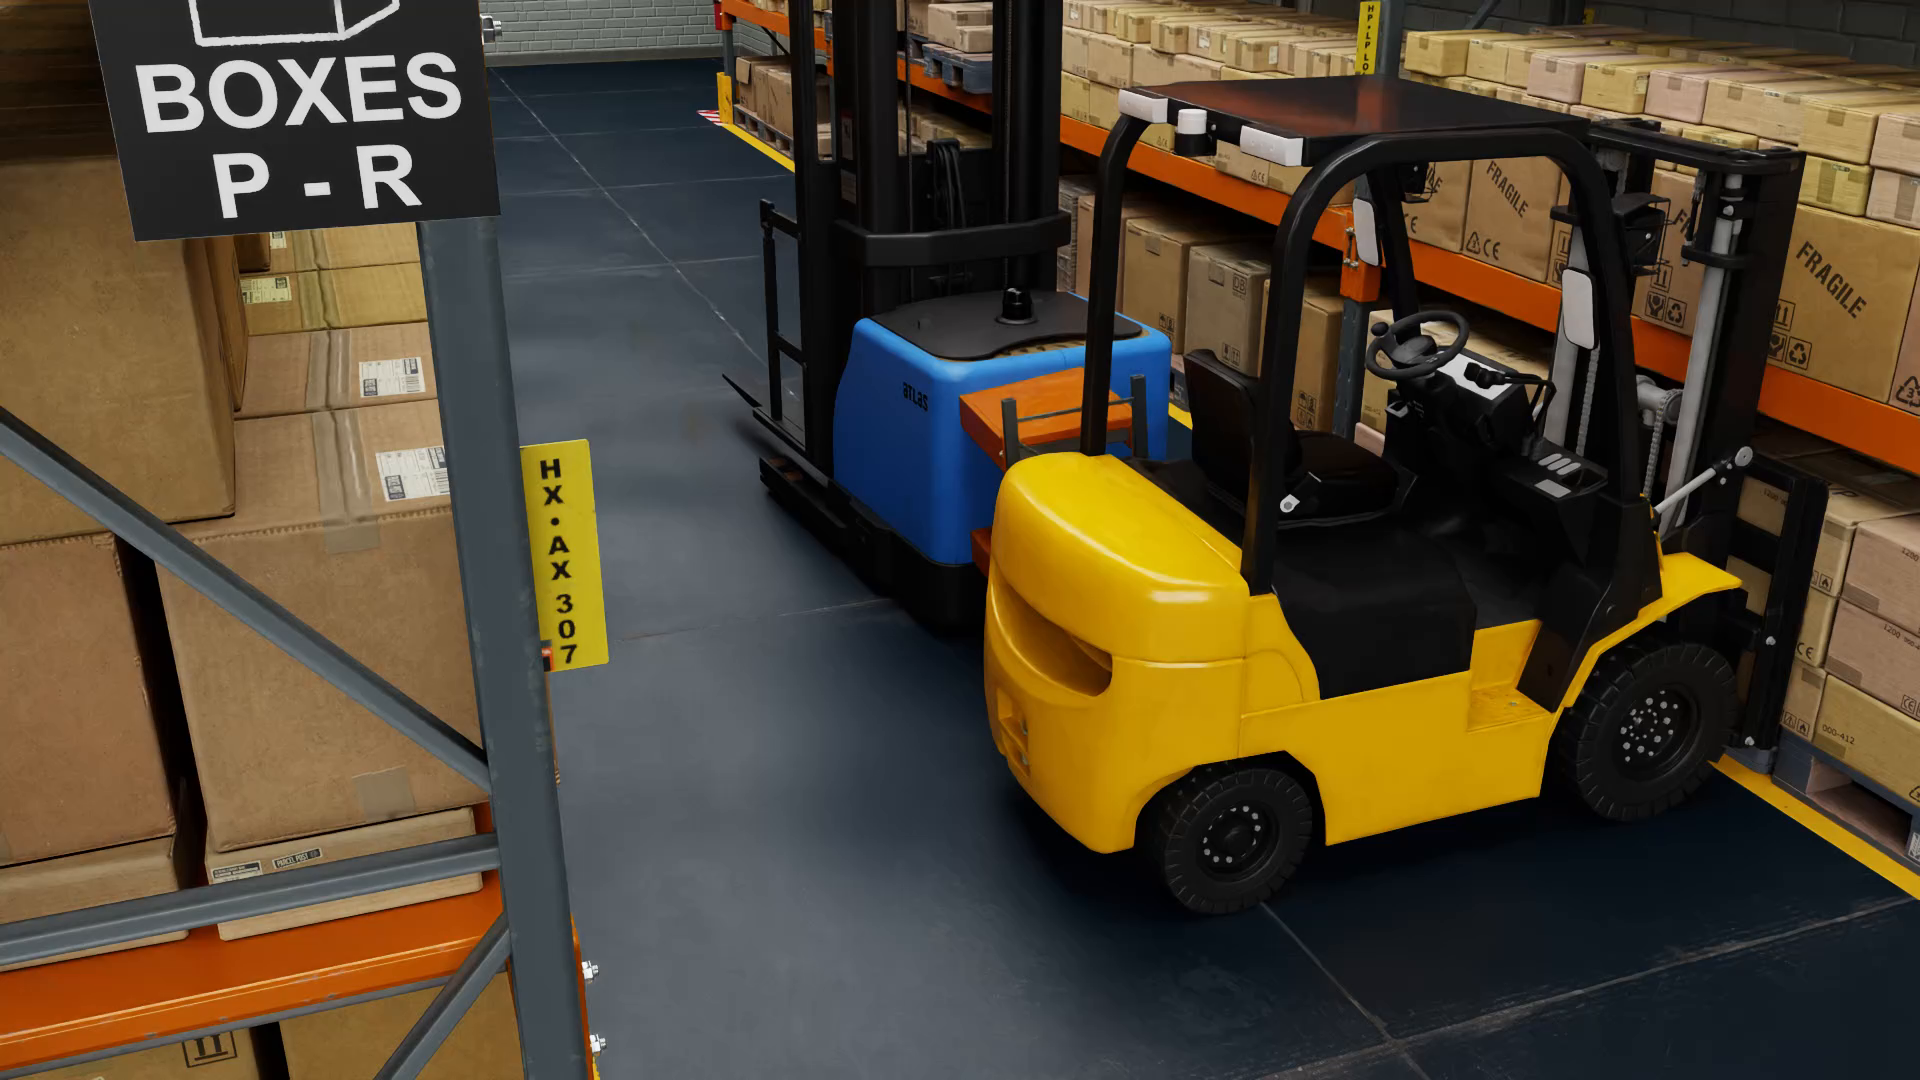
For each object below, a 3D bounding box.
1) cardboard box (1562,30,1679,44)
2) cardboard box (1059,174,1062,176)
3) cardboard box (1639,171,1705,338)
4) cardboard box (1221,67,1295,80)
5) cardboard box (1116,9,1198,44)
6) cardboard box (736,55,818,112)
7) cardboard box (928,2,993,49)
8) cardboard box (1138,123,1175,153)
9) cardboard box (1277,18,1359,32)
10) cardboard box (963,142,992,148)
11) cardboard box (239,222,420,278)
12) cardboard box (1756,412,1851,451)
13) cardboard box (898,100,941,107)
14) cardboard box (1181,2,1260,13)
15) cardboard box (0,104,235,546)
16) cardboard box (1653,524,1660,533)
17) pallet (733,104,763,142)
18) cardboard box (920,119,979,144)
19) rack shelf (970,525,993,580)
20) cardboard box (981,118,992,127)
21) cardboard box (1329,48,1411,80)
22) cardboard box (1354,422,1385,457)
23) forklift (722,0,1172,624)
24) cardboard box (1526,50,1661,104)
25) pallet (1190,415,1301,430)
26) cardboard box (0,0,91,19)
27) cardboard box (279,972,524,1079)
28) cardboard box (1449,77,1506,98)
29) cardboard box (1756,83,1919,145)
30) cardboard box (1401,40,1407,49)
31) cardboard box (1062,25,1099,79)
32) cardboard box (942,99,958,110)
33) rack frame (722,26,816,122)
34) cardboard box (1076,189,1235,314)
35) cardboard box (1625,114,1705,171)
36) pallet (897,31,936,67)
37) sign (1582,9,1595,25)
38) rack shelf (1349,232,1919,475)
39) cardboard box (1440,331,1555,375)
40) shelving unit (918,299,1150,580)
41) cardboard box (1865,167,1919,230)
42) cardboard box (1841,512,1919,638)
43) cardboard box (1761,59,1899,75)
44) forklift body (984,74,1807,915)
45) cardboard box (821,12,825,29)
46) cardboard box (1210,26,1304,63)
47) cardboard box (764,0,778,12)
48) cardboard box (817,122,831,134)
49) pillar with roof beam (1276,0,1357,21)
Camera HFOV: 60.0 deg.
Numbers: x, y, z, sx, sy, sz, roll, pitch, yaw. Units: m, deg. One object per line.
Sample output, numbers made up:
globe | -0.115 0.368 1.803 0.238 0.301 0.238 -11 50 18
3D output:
cardboard box | 2.636 -1.948 6.662 0.380 0.149 0.250 -9 24 -20
cardboard box | 0.427 -2.256 11.419 0.500 0.500 0.500 -8 24 -17
cardboard box | 2.641 -0.929 5.464 0.500 0.500 0.500 -8 24 -19
cardboard box | 1.590 -2.127 7.985 0.500 0.250 0.500 -9 24 -20
cardboard box | 1.081 -2.812 9.095 0.380 0.149 0.250 -8 24 -18
cardboard box | -1.921 -4.805 17.462 0.797 0.503 0.637 -9 25 -21
cardboard box | 0.102 -3.554 11.472 0.500 0.250 0.500 -10 25 -21
cardboard box | 1.249 -2.268 8.962 0.500 0.250 0.500 -8 24 -17
cardboard box | 1.866 -2.610 8.615 0.380 0.149 0.250 -9 24 -19
cardboard box | 0.241 -2.671 11.567 0.380 0.149 0.250 -10 25 -22
cardboard box | -1.501 -0.451 3.946 0.500 0.500 0.500 -9 24 -20
cardboard box | 3.090 -0.323 5.866 0.500 0.250 0.500 -9 24 -20
cardboard box | -0.376 -3.438 13.387 0.380 0.149 0.250 -9 24 -20
cardboard box | 1.485 -2.977 9.488 0.380 0.149 0.250 -8 24 -19
cardboard box | -1.423 -0.301 2.302 0.700 0.500 0.500 -9 24 -20
cardboard box | 2.597 -0.025 5.803 0.500 0.250 0.500 -8 24 -19
pallet | -1.739 -4.395 17.406 1.003 0.211 1.213 -8 24 -19
cardboard box | -0.076 -3.061 12.494 0.380 0.149 0.250 -10 25 -22
rack shelf | 0.293 0.038 6.283 0.538 0.278 1.000 -11 25 -14
cardboard box | 0.378 -3.126 12.646 0.380 0.149 0.250 -8 24 -19
cardboard box | 1.862 -2.076 7.348 0.380 0.149 0.250 -7 24 -17
cardboard box | 2.052 -0.342 7.199 0.500 0.250 0.500 -8 24 -18
forklift | -0.281 -1.569 7.199 1.130 2.935 3.031 -11 25 -24
cardboard box | 2.296 -1.681 6.029 0.380 0.149 0.250 -8 24 -18
pallet | 1.894 -0.614 8.436 1.003 0.211 1.213 -8 24 -19
cardboard box | -2.187 -1.034 4.042 0.700 0.500 0.500 -9 24 -20
cardboard box | -1.074 0.887 3.317 0.500 0.500 0.500 -9 25 -21
cardboard box | 2.150 -1.736 6.543 0.380 0.149 0.250 -8 24 -18
cardboard box | 2.733 -1.323 5.181 0.380 0.149 0.250 -8 24 -18
cardboard box | 2.222 -2.244 7.747 0.380 0.149 0.250 -9 25 -21
cardboard box | 0.882 -2.875 9.758 0.500 0.250 0.500 -8 24 -17
cardboard box | 0.072 -3.519 13.579 0.380 0.149 0.250 -10 25 -22
rack frame | -2.048 -5.997 17.617 1.000 3.000 0.127 -8 24 -19
cardboard box | 1.224 -1.725 9.997 0.875 0.625 0.625 -8 24 -17
cardboard box | 2.483 -1.361 5.653 0.380 0.149 0.250 -9 25 -21
pallet | 0.086 -3.708 12.432 1.003 0.211 1.213 -8 24 -19
sign | 2.710 -2.149 7.270 0.100 0.325 0.005 -8 24 -19
rack shelf | 2.897 -0.579 5.687 1.077 0.370 4.000 -8 24 -19
cardboard box | 2.239 -0.618 6.567 0.500 0.250 0.500 -8 24 -19
shelving unit | 0.273 -0.184 6.182 0.538 1.125 1.048 -11 25 -14
cardboard box | 2.851 -0.990 4.772 0.380 0.149 0.250 -9 25 -21
cardboard box | 2.964 0.120 4.815 0.500 0.250 0.500 -8 24 -18
cardboard box | 3.009 -1.575 5.777 0.380 0.149 0.250 -9 24 -20
forklift body | 1.227 -0.231 5.029 2.313 2.155 1.214 -8 24 -19
cardboard box | -0.984 -4.509 14.410 0.380 0.149 0.250 -8 24 -18
cardboard box | 1.466 -2.444 8.223 0.380 0.149 0.250 -9 24 -20
cardboard box | -1.668 -5.157 15.946 0.380 0.149 0.250 -8 24 -18
cardboard box | -1.233 -3.769 15.310 0.396 0.266 0.258 -7 24 -17
pillar with roof beam | -1.946 -4.914 7.323 9.100 9.000 0.400 -8 24 -19
